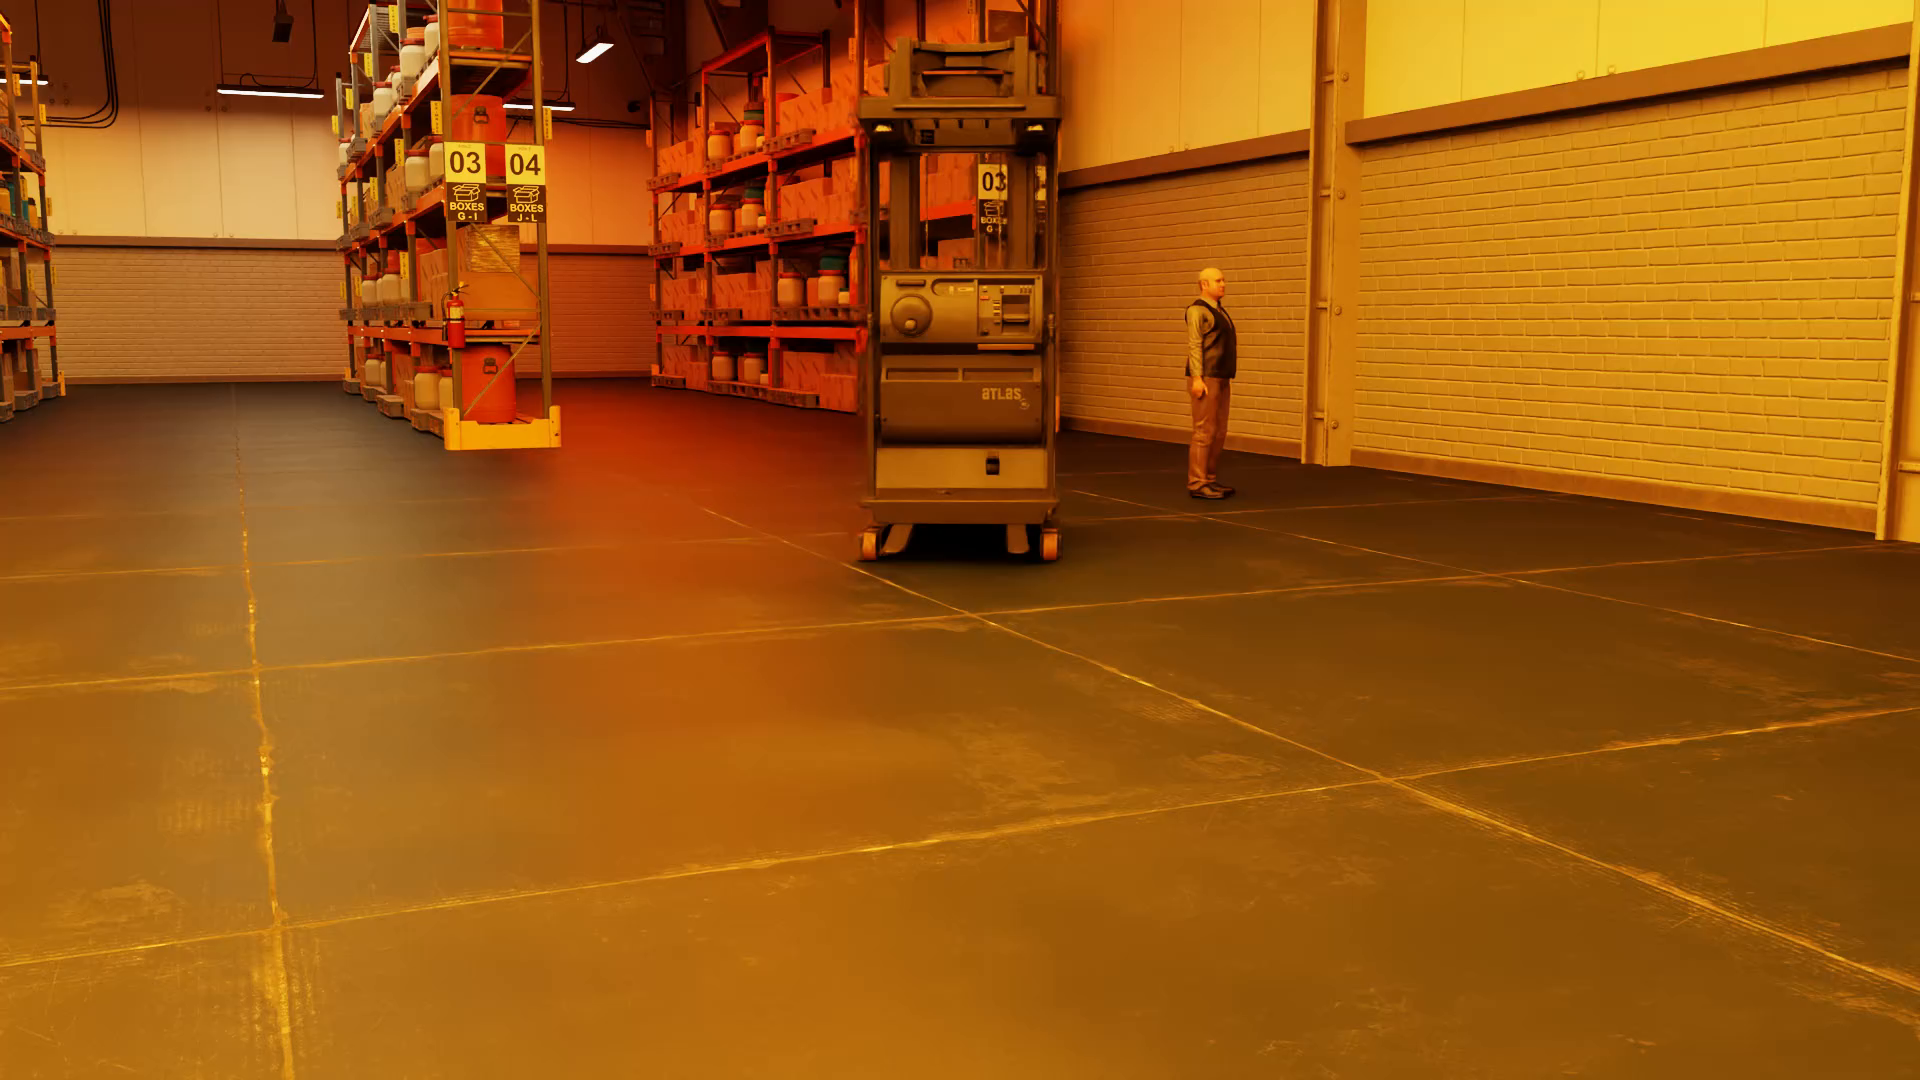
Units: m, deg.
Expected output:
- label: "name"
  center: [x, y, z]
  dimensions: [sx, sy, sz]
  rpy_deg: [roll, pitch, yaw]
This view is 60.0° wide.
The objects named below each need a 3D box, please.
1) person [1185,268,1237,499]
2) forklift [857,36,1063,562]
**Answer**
- label: "person"
  center: [1.908, -1.189, 12.591]
  dimensions: [0.375, 1.725, 0.555]
  rpy_deg: [4, 8, 27]
- label: "forklift"
  center: [0.007, -1.371, 9.338]
  dimensions: [1.130, 2.935, 3.031]
  rpy_deg: [0, 8, 1]
